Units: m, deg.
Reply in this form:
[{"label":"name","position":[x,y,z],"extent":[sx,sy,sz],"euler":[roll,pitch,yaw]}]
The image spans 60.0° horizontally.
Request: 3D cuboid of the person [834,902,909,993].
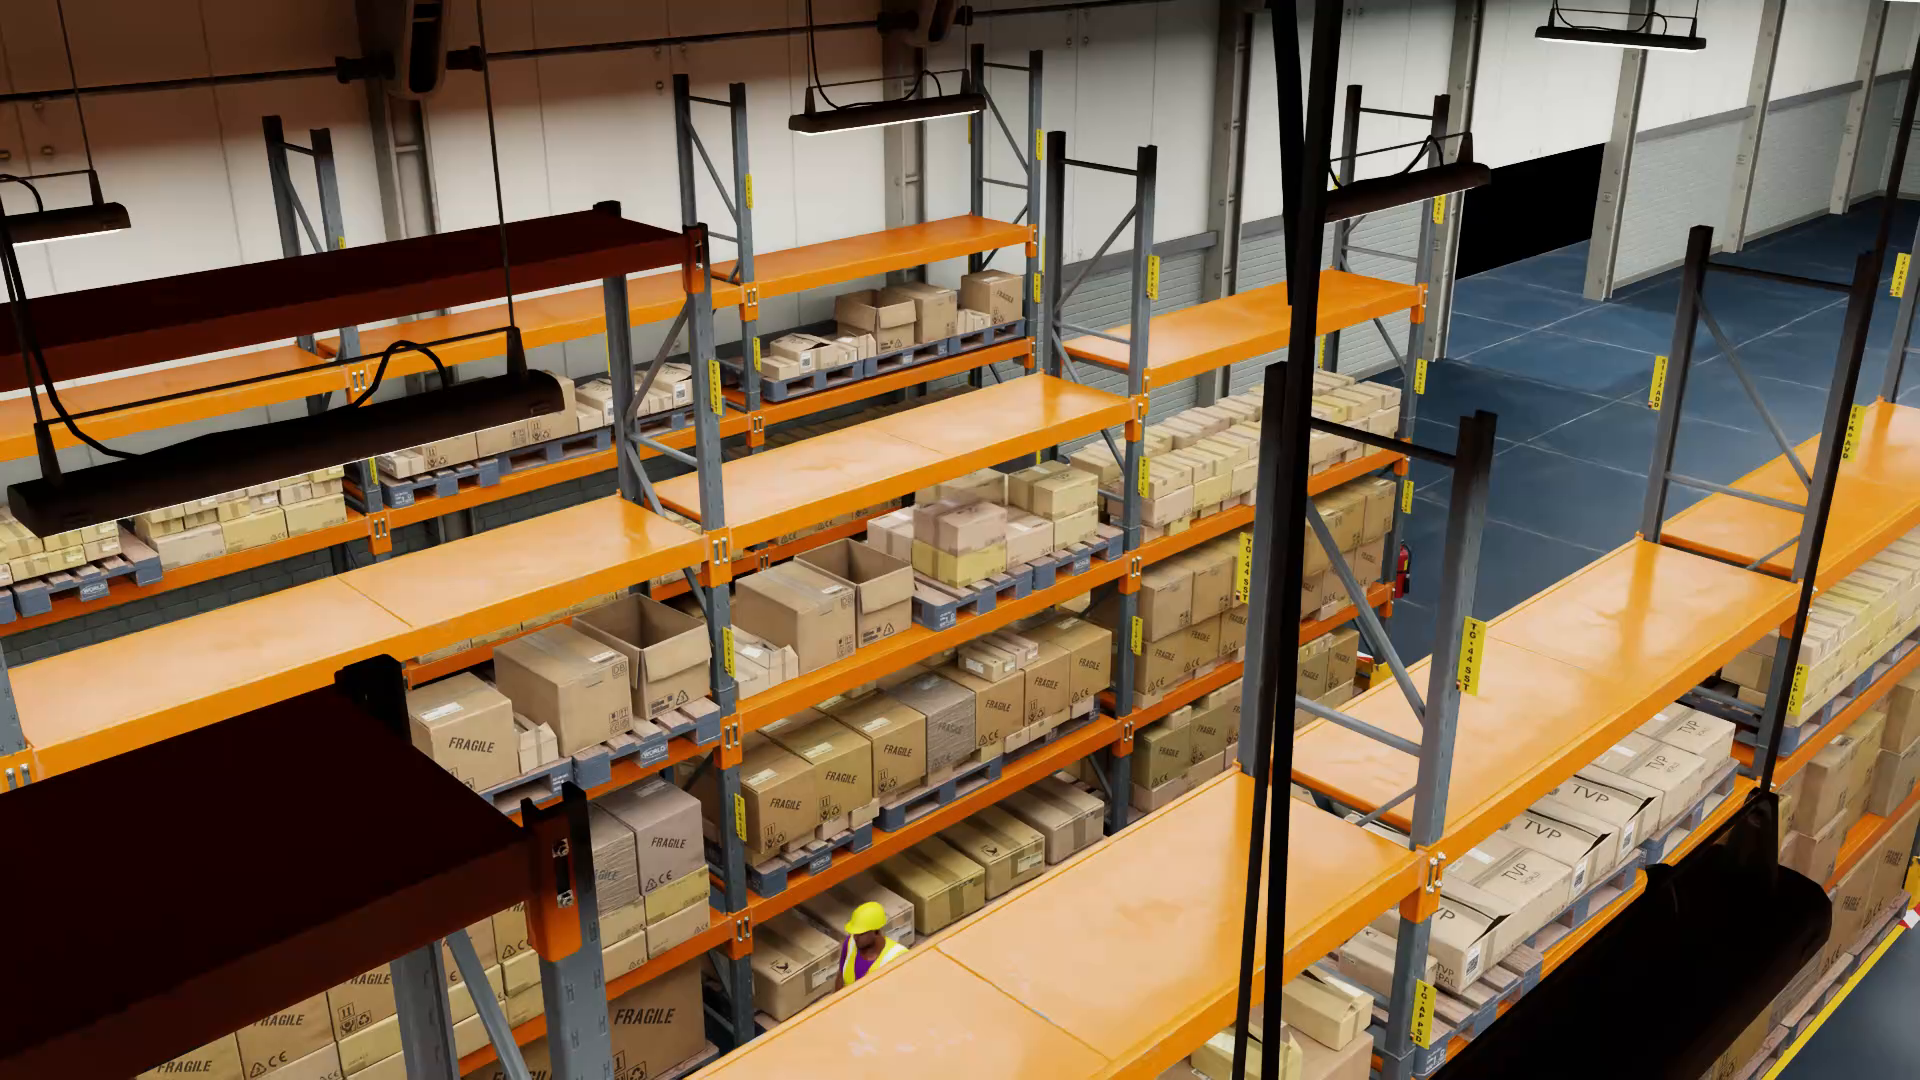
[{"label":"person","position":[-0.573,3.162,10.908],"extent":[0.590,1.794,0.466],"euler":[19,29,38]}]
